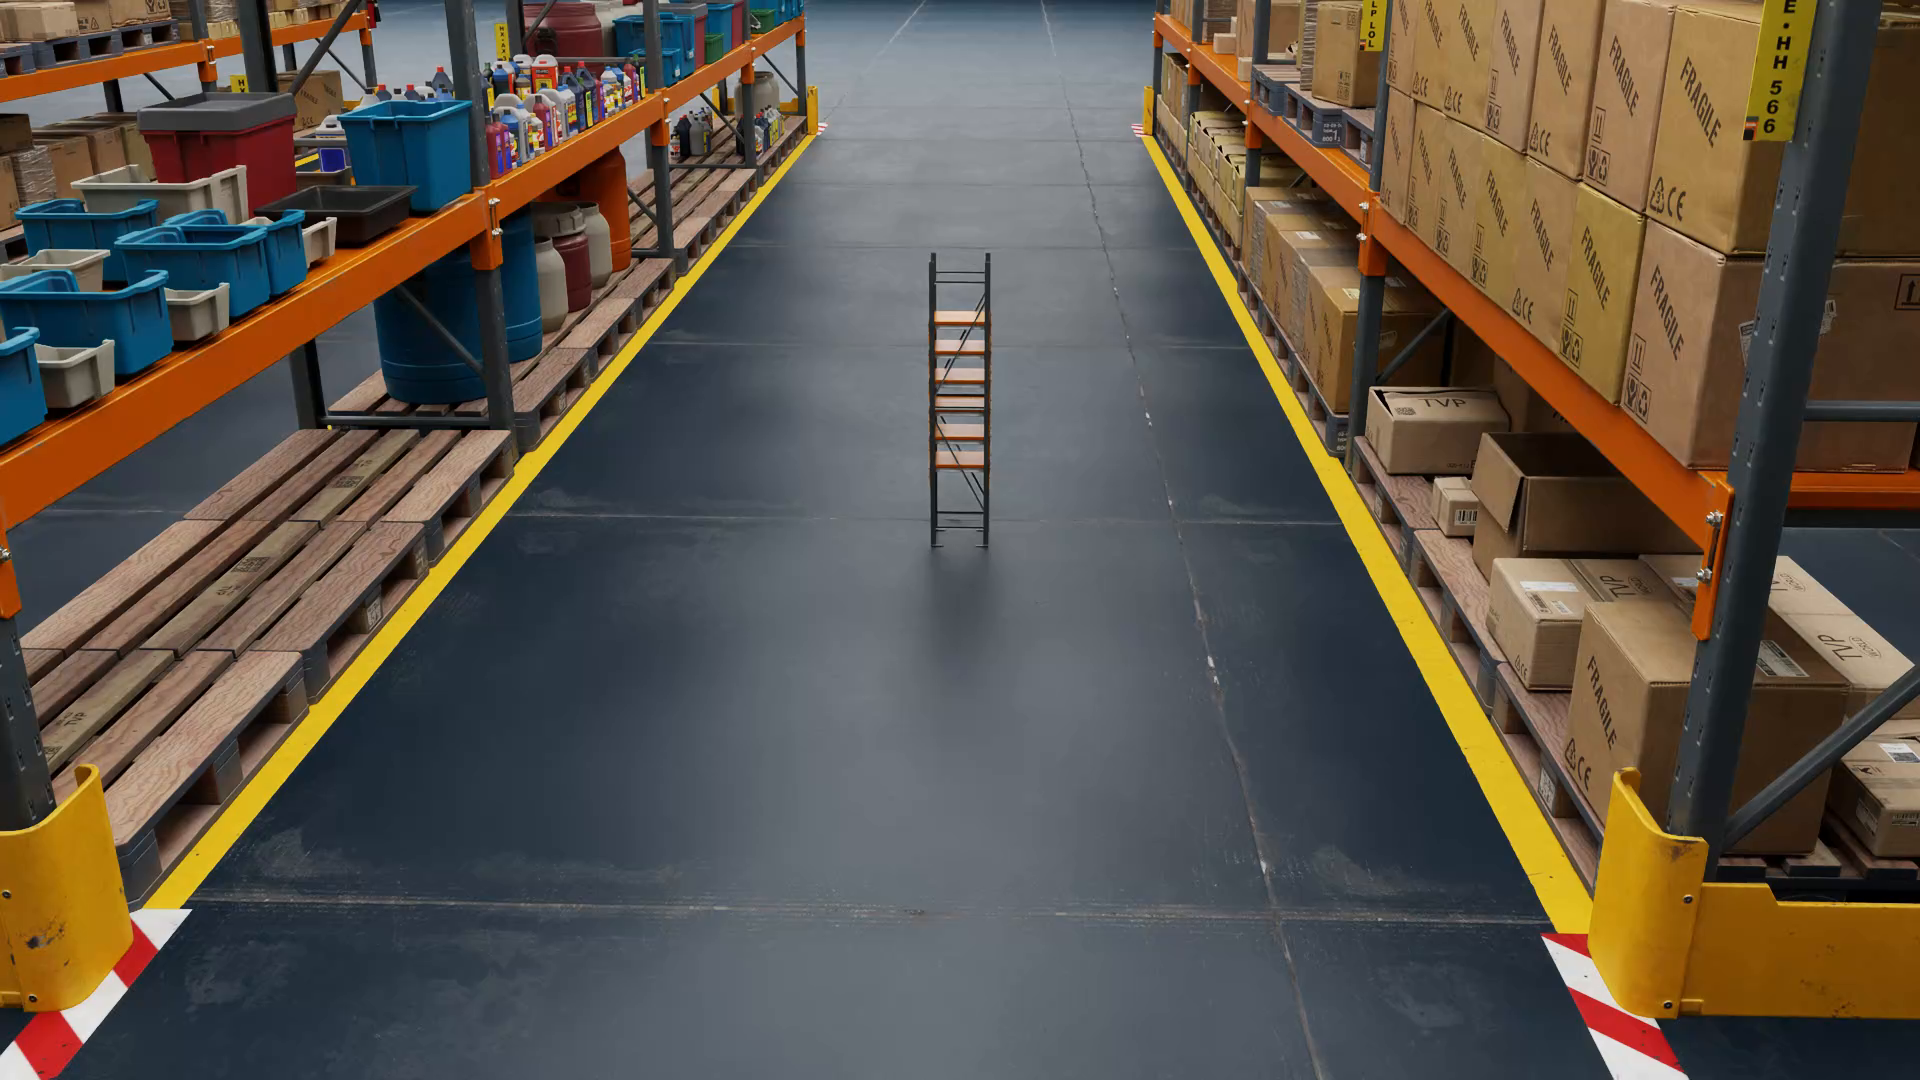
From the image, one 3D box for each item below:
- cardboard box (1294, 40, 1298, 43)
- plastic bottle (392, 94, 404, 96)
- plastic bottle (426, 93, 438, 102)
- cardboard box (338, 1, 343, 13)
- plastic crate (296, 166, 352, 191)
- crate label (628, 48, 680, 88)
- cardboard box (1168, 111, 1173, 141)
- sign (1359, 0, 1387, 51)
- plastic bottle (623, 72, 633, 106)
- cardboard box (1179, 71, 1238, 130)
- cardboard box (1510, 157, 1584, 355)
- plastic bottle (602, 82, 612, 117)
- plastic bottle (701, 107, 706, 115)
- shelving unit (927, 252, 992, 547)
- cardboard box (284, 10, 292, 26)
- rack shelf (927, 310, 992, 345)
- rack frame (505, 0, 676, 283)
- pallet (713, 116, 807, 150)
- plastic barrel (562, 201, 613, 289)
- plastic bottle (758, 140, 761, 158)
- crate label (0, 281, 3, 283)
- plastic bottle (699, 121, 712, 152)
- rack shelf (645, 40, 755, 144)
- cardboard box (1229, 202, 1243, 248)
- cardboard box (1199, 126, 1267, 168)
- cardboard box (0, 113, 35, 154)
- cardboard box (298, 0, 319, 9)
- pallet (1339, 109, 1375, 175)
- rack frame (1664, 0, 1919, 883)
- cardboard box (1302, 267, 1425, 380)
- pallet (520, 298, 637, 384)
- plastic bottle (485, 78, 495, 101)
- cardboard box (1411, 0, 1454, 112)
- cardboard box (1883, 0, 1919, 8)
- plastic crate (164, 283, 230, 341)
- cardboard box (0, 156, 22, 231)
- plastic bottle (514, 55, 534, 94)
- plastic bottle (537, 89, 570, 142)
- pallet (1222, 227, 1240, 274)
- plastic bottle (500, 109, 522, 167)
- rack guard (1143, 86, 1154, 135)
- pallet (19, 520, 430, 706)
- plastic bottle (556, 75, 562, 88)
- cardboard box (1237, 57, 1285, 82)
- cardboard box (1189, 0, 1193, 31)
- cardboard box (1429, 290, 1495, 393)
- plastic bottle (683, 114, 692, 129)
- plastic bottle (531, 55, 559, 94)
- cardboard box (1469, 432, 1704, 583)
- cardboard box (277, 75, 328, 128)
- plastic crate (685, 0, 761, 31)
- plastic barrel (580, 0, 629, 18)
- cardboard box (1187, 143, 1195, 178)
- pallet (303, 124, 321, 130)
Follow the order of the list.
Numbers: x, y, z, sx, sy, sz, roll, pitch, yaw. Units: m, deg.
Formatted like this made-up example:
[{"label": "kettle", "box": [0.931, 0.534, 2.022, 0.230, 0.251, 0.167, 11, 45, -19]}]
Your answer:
[{"label": "cardboard box", "box": [2.665, -3.439, 11.867, 0.500, 0.311, 0.500, 0, 21, 1]}, {"label": "plastic bottle", "box": [-2.913, -2.171, 8.649, 0.152, 0.276, 0.135, 1, 21, 2]}, {"label": "plastic bottle", "box": [-2.783, -2.223, 8.789, 0.097, 0.271, 0.097, 0, 21, 0]}, {"label": "cardboard box", "box": [-7.024, -5.849, 18.304, 0.380, 0.149, 0.250, 1, 21, 2]}, {"label": "plastic crate", "box": [-2.785, -1.507, 7.047, 0.396, 0.136, 0.243, 1, 21, 2]}, {"label": "crate label", "box": [-2.119, -3.285, 11.580, 0.303, 0.233, 0.416, 1, 21, 2]}, {"label": "cardboard box", "box": [2.402, -4.232, 17.008, 0.500, 0.250, 0.500, 1, 21, 2]}, {"label": "sign", "box": [1.768, -2.257, 7.099, 0.100, 0.325, 0.005, 1, 21, 2]}, {"label": "plastic bottle", "box": [-2.121, -2.846, 10.492, 0.097, 0.201, 0.097, 0, 21, 0]}, {"label": "cardboard box", "box": [2.389, -4.219, 15.941, 0.500, 0.500, 0.500, 1, 21, 2]}, {"label": "cardboard box", "box": [1.976, -0.846, 4.924, 0.500, 0.500, 0.500, 1, 21, 2]}, {"label": "plastic bottle", "box": [-2.139, -2.635, 9.948, 0.097, 0.201, 0.097, 0, 21, 0]}, {"label": "plastic bottle", "box": [-2.655, -4.312, 17.143, 0.061, 0.283, 0.133, 1, 21, 3]}, {"label": "shelving unit", "box": [0.000, -0.565, 6.825, 0.258, 1.200, 0.189, 1, 21, 2]}, {"label": "cardboard box", "box": [-7.034, -5.306, 16.905, 0.380, 0.149, 0.250, 1, 21, 2]}, {"label": "rack shelf", "box": [0.000, -0.859, 6.711, 0.258, 0.103, 0.180, 1, 21, 2]}, {"label": "rack frame", "box": [-2.506, -3.215, 11.167, 1.000, 3.000, 0.127, 1, 21, 2]}, {"label": "pallet", "box": [-2.248, -4.486, 18.298, 1.003, 0.211, 1.213, 1, 21, 2]}, {"label": "plastic barrel", "box": [-2.432, -1.868, 10.556, 0.421, 0.512, 0.421, 0, 21, 0]}, {"label": "plastic bottle", "box": [-1.934, -3.709, 15.701, 0.097, 0.201, 0.097, 0, 21, 0]}, {"label": "crate label", "box": [-2.899, -0.730, 5.044, 0.396, 0.136, 0.243, 1, 21, 2]}, {"label": "plastic bottle", "box": [-2.499, -3.909, 16.114, 0.152, 0.276, 0.135, 1, 21, 2]}, {"label": "rack shelf", "box": [-2.446, -3.602, 13.161, 1.077, 0.370, 4.000, 1, 21, 2]}, {"label": "cardboard box", "box": [2.217, -2.266, 11.942, 0.500, 0.250, 0.500, 1, 21, 3]}, {"label": "cardboard box", "box": [2.270, -3.266, 13.744, 0.500, 0.311, 0.500, 0, 21, 0]}, {"label": "cardboard box", "box": [-7.461, -3.093, 12.665, 0.500, 0.250, 0.500, 3, 21, 8]}, {"label": "cardboard box", "box": [-7.212, -5.786, 17.245, 0.875, 0.500, 0.500, 1, 21, 2]}, {"label": "pallet", "box": [2.456, -1.911, 8.072, 1.003, 0.211, 1.213, 1, 21, 2]}, {"label": "rack frame", "box": [2.201, -0.266, 3.569, 1.000, 3.000, 0.127, 1, 21, 2]}, {"label": "cardboard box", "box": [2.075, -1.113, 8.597, 0.500, 0.500, 0.500, 1, 21, 2]}, {"label": "pallet", "box": [-2.529, -1.189, 9.802, 1.003, 0.211, 1.213, 1, 21, 2]}, {"label": "plastic bottle", "box": [-2.892, -2.712, 10.147, 0.097, 0.201, 0.097, 0, 21, 0]}, {"label": "cardboard box", "box": [2.012, -1.872, 6.185, 0.500, 0.500, 0.500, 0, 21, 0]}, {"label": "cardboard box", "box": [2.487, -1.126, 4.263, 0.500, 0.500, 0.500, 1, 21, 2]}, {"label": "plastic crate", "box": [-2.300, -0.673, 4.899, 0.250, 0.136, 0.298, 1, 21, 2]}, {"label": "cardboard box", "box": [-7.457, -2.551, 12.305, 0.700, 0.500, 0.500, 0, 21, -1]}, {"label": "plastic bottle", "box": [-2.843, -3.004, 10.796, 0.152, 0.276, 0.135, 1, 21, 2]}, {"label": "plastic bottle", "box": [-2.198, -2.292, 8.962, 0.152, 0.276, 0.135, 1, 21, 2]}, {"label": "pallet", "box": [2.509, -2.156, 12.294, 1.003, 0.211, 1.213, 1, 21, 2]}, {"label": "plastic bottle", "box": [-2.198, -1.962, 8.116, 0.097, 0.271, 0.097, 0, 21, 0]}, {"label": "rack guard", "box": [2.689, -4.895, 18.953, 1.175, 0.500, 0.348, 1, 21, 2]}, {"label": "pallet", "box": [-2.646, 0.240, 6.118, 1.003, 0.211, 1.213, 1, 21, 2]}, {"label": "plastic bottle", "box": [-2.277, -2.531, 9.566, 0.061, 0.283, 0.133, 1, 21, 2]}, {"label": "cardboard box", "box": [2.196, -3.370, 11.915, 0.380, 0.149, 0.250, 1, 21, 2]}, {"label": "cardboard box", "box": [2.602, -5.184, 16.105, 0.700, 0.500, 0.500, 1, 21, 2]}, {"label": "cardboard box", "box": [2.581, -0.925, 8.112, 0.500, 0.500, 0.500, 0, 21, -1]}, {"label": "plastic bottle", "box": [-2.647, -3.937, 16.081, 0.144, 0.351, 0.185, 0, 21, -1]}, {"label": "plastic bottle", "box": [-2.691, -3.002, 10.791, 0.152, 0.276, 0.135, 1, 21, 2]}, {"label": "cardboard box", "box": [2.271, -0.075, 5.917, 0.797, 0.503, 0.637, 1, 21, 2]}, {"label": "cardboard box", "box": [-7.233, -4.750, 17.999, 0.500, 0.500, 0.500, 6, 22, 16]}, {"label": "plastic crate", "box": [-2.242, -4.820, 15.390, 0.767, 0.338, 0.504, 1, 21, 2]}, {"label": "plastic barrel", "box": [-2.676, -3.793, 12.504, 0.421, 0.512, 0.421, 0, 21, 0]}, {"label": "cardboard box", "box": [2.306, -3.376, 14.803, 0.500, 0.250, 0.500, 0, 21, 0]}, {"label": "pallet", "box": [-7.276, -4.541, 18.440, 1.003, 0.211, 1.213, 1, 21, 2]}]
